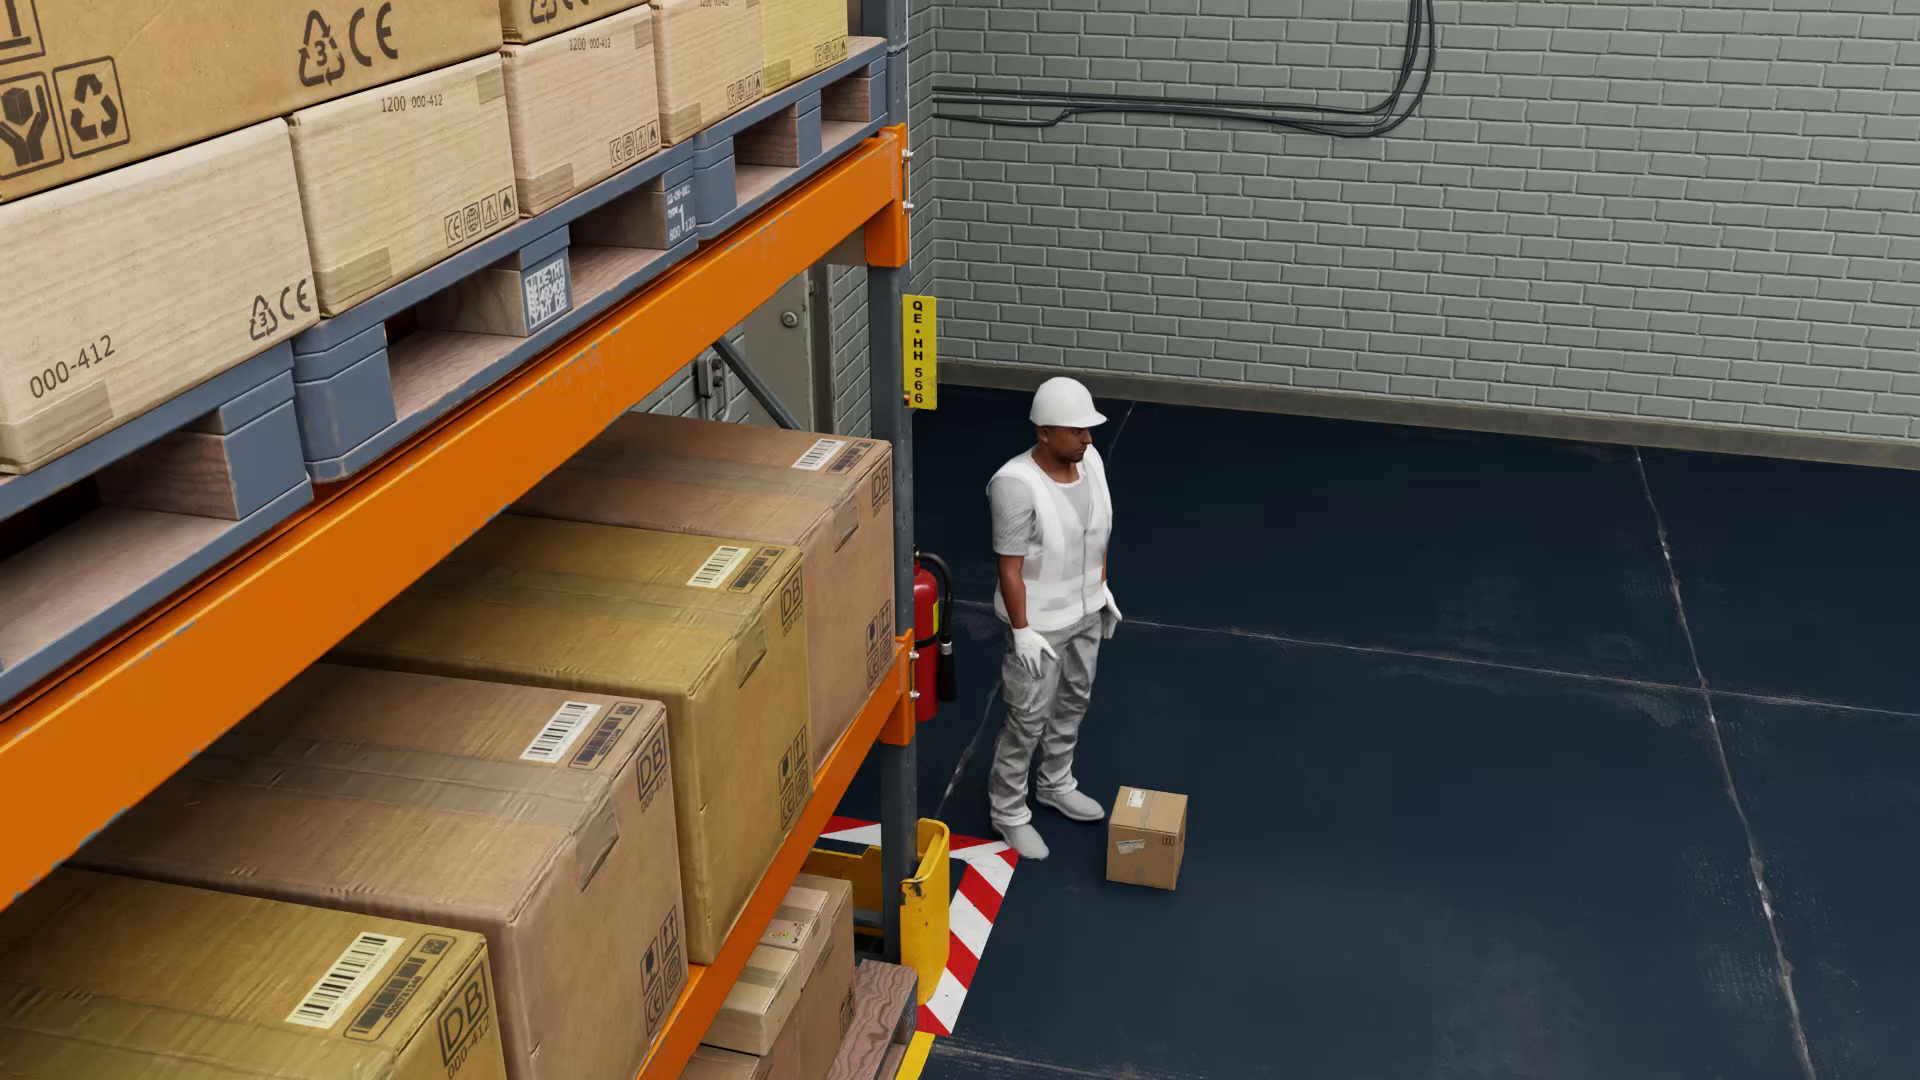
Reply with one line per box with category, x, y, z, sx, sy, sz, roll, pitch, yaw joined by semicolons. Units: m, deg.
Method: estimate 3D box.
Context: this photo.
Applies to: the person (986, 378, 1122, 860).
person;0.340;0.273;6.027;0.356;1.812;0.550;21;32;38
